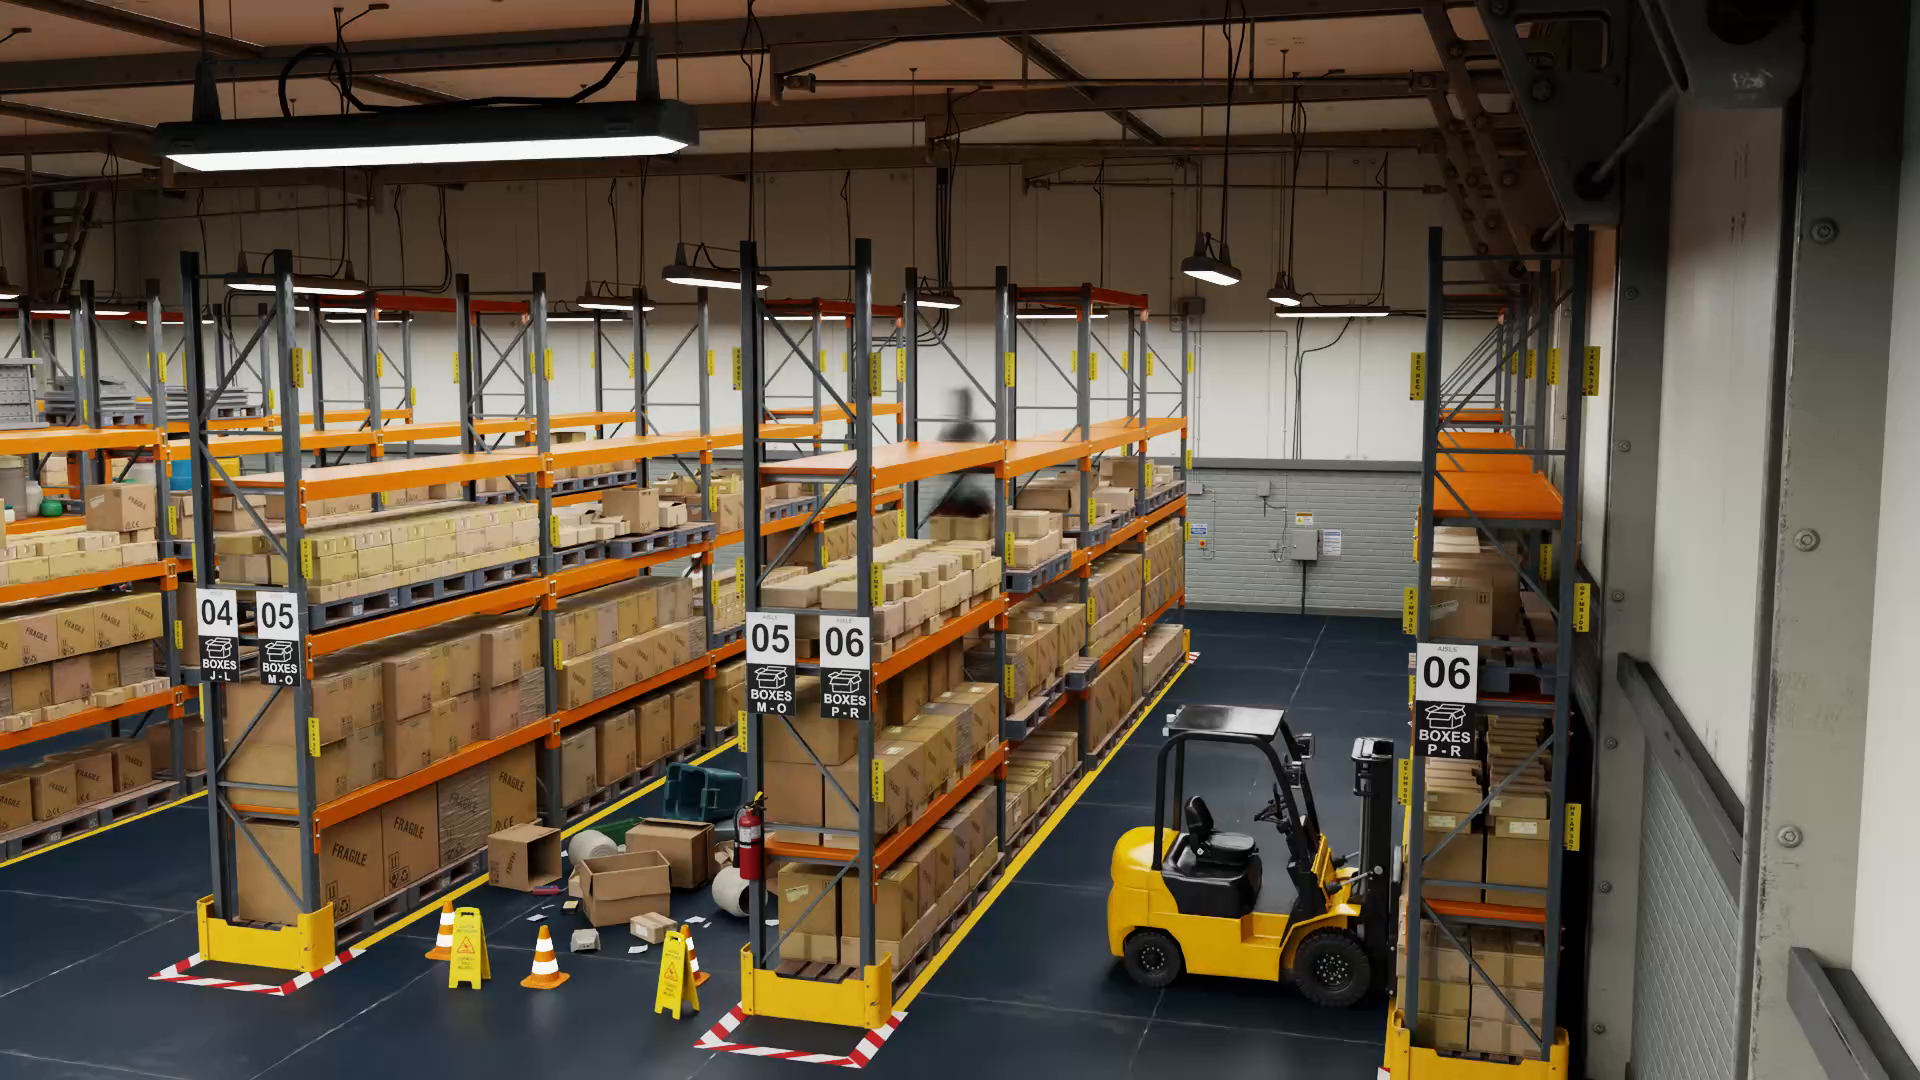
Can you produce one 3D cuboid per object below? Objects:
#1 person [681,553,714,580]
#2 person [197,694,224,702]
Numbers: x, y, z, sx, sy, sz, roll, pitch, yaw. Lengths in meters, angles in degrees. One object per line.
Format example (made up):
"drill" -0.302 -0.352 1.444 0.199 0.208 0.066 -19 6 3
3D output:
"person" -4.565 1.071 28.980 0.710 1.737 0.757 1 7 12
"person" -10.382 1.777 23.151 0.574 1.639 0.583 2 7 15
